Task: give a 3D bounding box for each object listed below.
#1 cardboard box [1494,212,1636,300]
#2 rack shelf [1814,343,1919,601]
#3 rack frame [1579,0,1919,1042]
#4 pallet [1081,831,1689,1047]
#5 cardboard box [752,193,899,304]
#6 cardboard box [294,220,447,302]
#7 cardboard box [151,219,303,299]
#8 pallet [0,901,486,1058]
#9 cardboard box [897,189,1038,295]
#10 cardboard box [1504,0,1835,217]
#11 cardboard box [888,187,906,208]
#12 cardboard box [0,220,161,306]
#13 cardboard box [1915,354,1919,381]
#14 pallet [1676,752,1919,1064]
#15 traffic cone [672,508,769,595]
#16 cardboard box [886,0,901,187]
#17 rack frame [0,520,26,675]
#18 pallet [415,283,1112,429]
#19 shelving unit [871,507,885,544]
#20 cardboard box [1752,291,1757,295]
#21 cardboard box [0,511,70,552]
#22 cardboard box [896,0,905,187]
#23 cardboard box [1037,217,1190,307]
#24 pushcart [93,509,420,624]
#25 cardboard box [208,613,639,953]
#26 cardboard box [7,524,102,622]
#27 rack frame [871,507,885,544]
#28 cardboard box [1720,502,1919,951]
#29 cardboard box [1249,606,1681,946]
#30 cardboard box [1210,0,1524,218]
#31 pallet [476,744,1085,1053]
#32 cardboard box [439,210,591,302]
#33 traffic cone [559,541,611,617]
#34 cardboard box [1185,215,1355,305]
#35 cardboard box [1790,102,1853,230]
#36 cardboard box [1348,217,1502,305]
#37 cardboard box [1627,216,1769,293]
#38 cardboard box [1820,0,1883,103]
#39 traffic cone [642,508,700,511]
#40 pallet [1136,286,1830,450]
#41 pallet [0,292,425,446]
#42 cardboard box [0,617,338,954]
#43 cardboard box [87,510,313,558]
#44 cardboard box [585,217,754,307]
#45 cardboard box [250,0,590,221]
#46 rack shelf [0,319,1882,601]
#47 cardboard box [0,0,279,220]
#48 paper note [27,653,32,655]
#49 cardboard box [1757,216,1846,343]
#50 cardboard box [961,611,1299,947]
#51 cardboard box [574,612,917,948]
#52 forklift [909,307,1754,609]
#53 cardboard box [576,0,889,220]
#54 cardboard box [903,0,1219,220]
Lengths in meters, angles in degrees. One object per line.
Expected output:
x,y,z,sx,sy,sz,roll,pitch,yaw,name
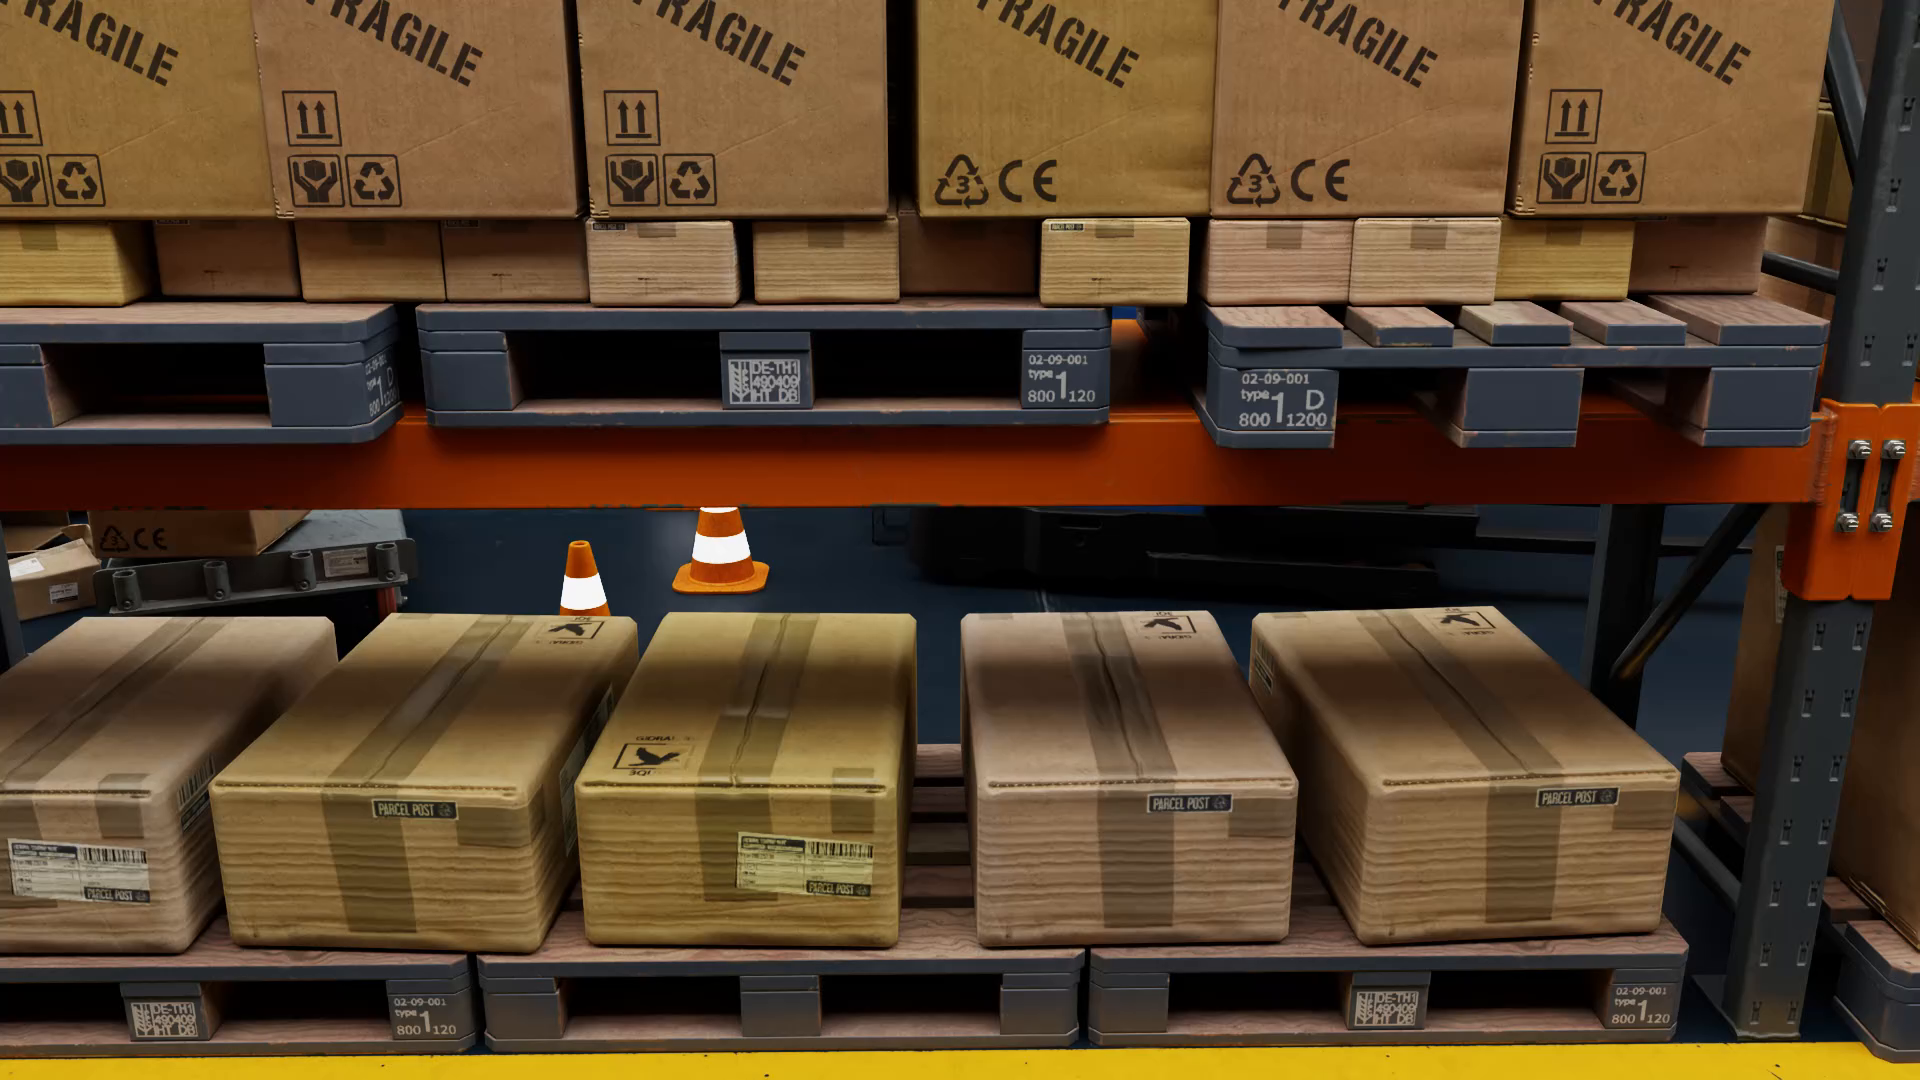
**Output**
1.042,-0.546,3.064,0.250,0.149,0.380,0,18,0,cardboard box
3.633,-0.230,3.531,4.000,0.370,1.077,0,18,-1,rack shelf
1.633,-0.563,3.391,0.127,3.000,1.000,0,18,-1,rack frame
0.852,0.768,3.807,1.213,0.211,1.003,0,18,-1,pallet
-0.239,-0.538,3.038,0.250,0.149,0.380,-1,18,-3,cardboard box
-1.019,-0.542,3.050,0.250,0.149,0.380,0,18,0,cardboard box
-1.277,-0.553,3.086,0.250,0.149,0.380,1,18,3,cardboard box
-1.588,0.780,3.770,1.213,0.211,1.003,0,18,-1,pallet
0.011,-0.564,3.120,0.250,0.149,0.380,0,18,0,cardboard box
1.183,-0.865,2.995,0.500,0.500,0.500,-1,18,-2,cardboard box
-0.049,-0.687,3.502,0.250,0.149,0.380,0,18,1,cardboard box
-1.559,-0.529,3.008,0.250,0.149,0.380,0,18,0,cardboard box
2.127,-0.417,3.182,0.500,0.250,0.500,-1,18,-2,cardboard box
2.423,0.784,3.758,1.213,0.211,1.003,0,18,-1,pallet
-0.874,-0.076,6.027,0.334,0.463,0.336,0,18,-1,traffic cone
-0.372,-1.011,3.451,0.500,0.500,0.500,-1,18,-3,cardboard box
-2.366,-0.544,3.331,0.127,3.000,1.000,0,18,-1,rack frame
-0.345,-0.449,3.352,1.213,0.211,1.003,0,18,-1,pallet
-0.224,-0.443,6.456,0.210,0.900,0.258,3,18,9,shelving unit
3.692,-1.019,8.219,0.500,0.500,0.500,-1,18,-2,cardboard box
-3.715,-0.189,6.091,0.503,0.637,0.797,0,18,-1,cardboard box
0.128,-1.011,3.451,0.500,0.500,0.500,0,18,0,cardboard box
0.264,-0.527,3.004,0.250,0.149,0.380,0,18,0,cardboard box
-2.452,0.009,5.902,0.936,0.377,1.648,-7,19,-20,pushcart
-1.123,0.500,3.693,0.625,0.372,0.950,1,18,3,cardboard box
-3.215,0.107,5.780,0.396,0.266,0.258,-15,23,-39,cardboard box
-0.324,-0.448,6.471,0.006,0.900,0.240,3,18,9,rack frame
2.325,0.271,3.583,0.875,0.875,0.875,0,18,-1,cardboard box
1.068,0.488,3.730,0.625,0.372,0.950,-1,18,-5,cardboard box
0.666,-0.859,2.977,0.500,0.500,0.500,-1,18,-2,cardboard box
-0.365,0.773,3.792,1.213,0.211,1.003,0,18,-1,pallet
-0.772,-0.542,3.051,0.250,0.149,0.380,0,18,0,cardboard box
-1.148,0.231,5.070,0.334,0.463,0.336,0,18,-1,traffic cone
0.539,-0.533,3.021,0.250,0.149,0.380,-1,18,-3,cardboard box
2.114,-0.809,3.587,0.500,0.250,0.500,0,18,-1,cardboard box
0.791,-0.531,3.017,0.250,0.149,0.380,0,18,-1,cardboard box
1.309,-0.570,3.137,0.250,0.149,0.380,0,18,1,cardboard box
2.146,-1.169,3.480,0.500,0.500,0.500,-1,18,-2,cardboard box
-1.181,-0.392,7.013,0.334,0.463,0.336,0,18,-1,traffic cone
0.922,-0.436,3.309,1.003,0.211,1.213,0,18,-1,pallet
-1.600,-0.411,3.234,1.213,0.211,1.003,0,18,-1,pallet
-1.842,0.504,3.679,0.625,0.372,0.950,0,18,0,cardboard box
-2.424,-0.257,5.292,0.500,0.500,0.500,0,18,-1,cardboard box
-0.505,-0.528,3.006,0.250,0.149,0.380,0,18,1,cardboard box
-0.898,-0.848,2.943,0.500,0.500,0.500,0,18,-1,cardboard box
-0.366,-0.211,3.471,4.000,0.370,1.077,0,18,-1,rack shelf
-1.392,-0.850,2.949,0.500,0.500,0.500,0,18,-1,cardboard box
-2.923,0.352,5.401,0.142,0.019,0.148,0,18,-1,paper note
2.135,-0.573,3.669,0.500,0.250,0.500,-1,18,-3,cardboard box
0.330,0.494,3.711,0.625,0.372,0.950,-1,18,-2,cardboard box
-0.428,0.496,3.705,0.625,0.372,0.950,0,18,1,cardboard box
1.376,-1.322,5.869,3.031,2.935,1.130,3,18,9,forklift
-0.384,-0.854,2.961,0.500,0.500,0.500,-1,18,-3,cardboard box
0.162,-0.856,2.968,0.500,0.500,0.500,-1,18,-5,cardboard box
